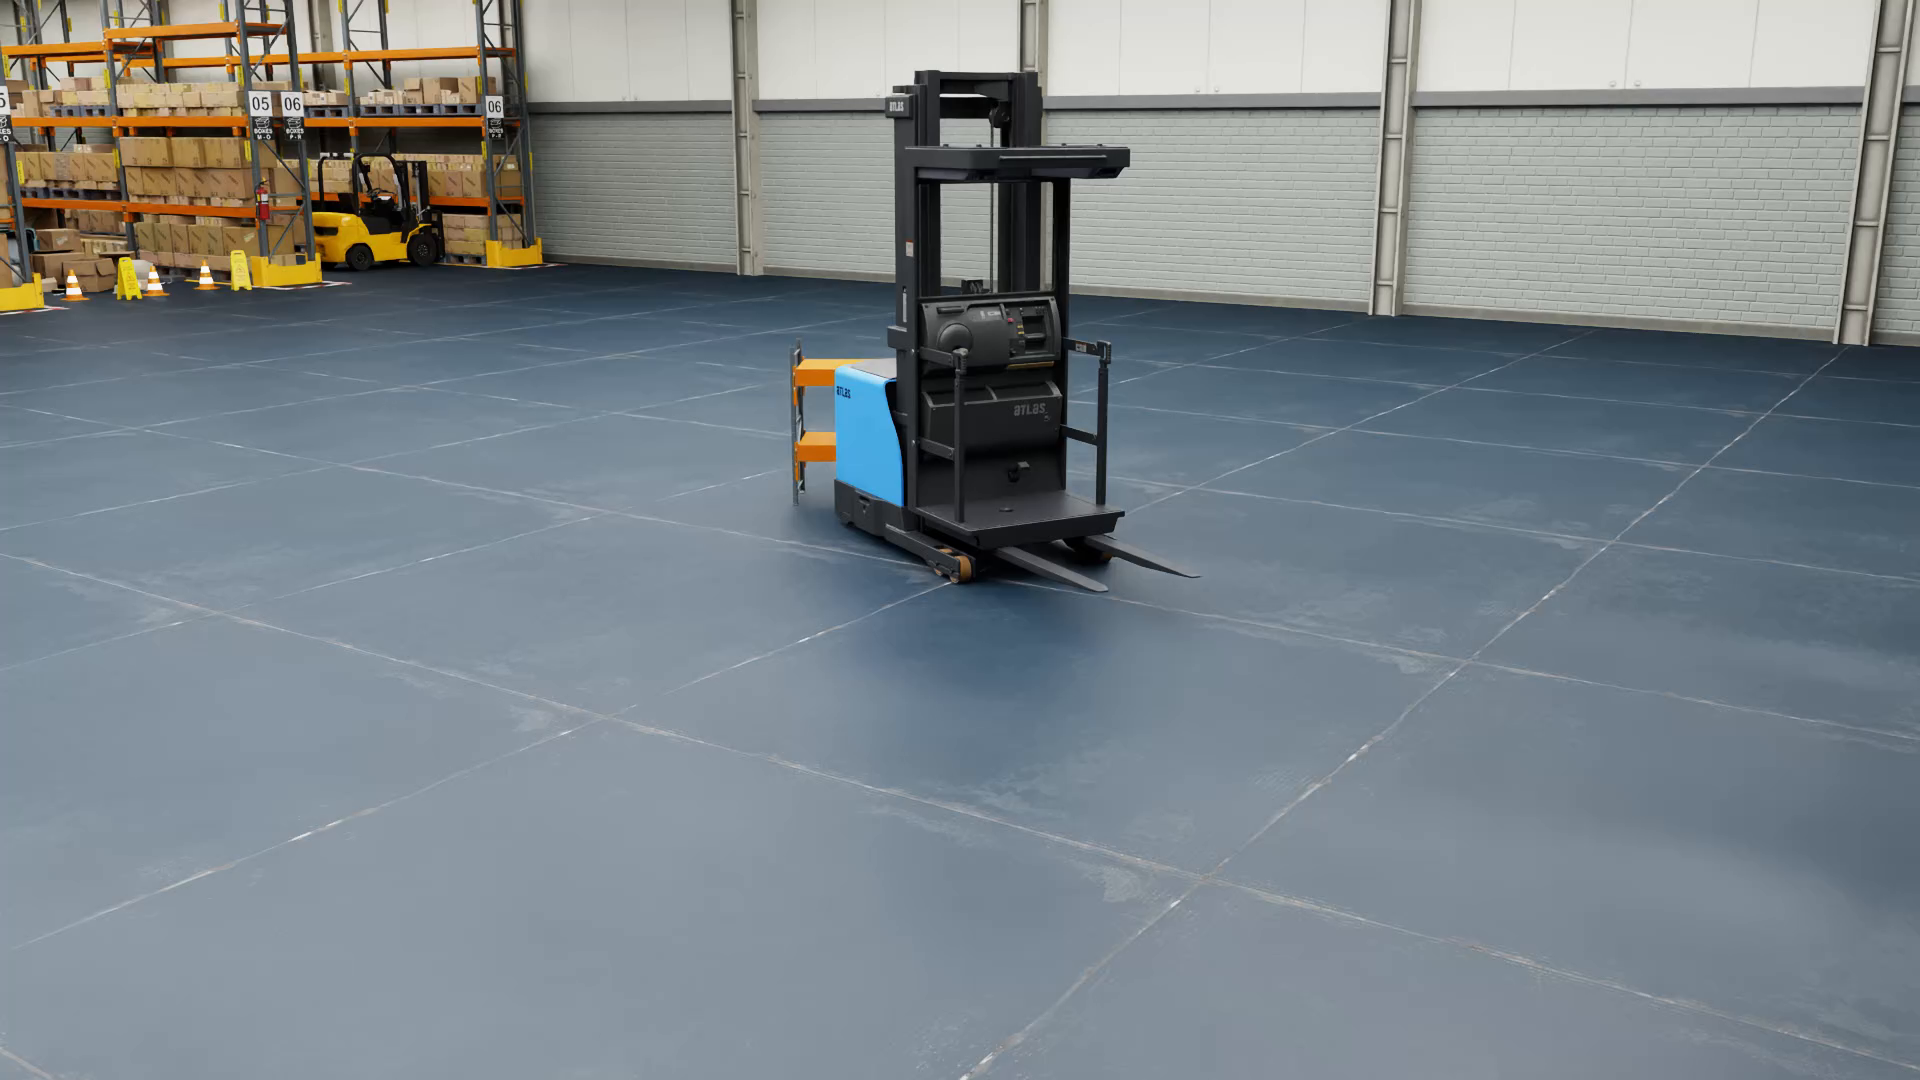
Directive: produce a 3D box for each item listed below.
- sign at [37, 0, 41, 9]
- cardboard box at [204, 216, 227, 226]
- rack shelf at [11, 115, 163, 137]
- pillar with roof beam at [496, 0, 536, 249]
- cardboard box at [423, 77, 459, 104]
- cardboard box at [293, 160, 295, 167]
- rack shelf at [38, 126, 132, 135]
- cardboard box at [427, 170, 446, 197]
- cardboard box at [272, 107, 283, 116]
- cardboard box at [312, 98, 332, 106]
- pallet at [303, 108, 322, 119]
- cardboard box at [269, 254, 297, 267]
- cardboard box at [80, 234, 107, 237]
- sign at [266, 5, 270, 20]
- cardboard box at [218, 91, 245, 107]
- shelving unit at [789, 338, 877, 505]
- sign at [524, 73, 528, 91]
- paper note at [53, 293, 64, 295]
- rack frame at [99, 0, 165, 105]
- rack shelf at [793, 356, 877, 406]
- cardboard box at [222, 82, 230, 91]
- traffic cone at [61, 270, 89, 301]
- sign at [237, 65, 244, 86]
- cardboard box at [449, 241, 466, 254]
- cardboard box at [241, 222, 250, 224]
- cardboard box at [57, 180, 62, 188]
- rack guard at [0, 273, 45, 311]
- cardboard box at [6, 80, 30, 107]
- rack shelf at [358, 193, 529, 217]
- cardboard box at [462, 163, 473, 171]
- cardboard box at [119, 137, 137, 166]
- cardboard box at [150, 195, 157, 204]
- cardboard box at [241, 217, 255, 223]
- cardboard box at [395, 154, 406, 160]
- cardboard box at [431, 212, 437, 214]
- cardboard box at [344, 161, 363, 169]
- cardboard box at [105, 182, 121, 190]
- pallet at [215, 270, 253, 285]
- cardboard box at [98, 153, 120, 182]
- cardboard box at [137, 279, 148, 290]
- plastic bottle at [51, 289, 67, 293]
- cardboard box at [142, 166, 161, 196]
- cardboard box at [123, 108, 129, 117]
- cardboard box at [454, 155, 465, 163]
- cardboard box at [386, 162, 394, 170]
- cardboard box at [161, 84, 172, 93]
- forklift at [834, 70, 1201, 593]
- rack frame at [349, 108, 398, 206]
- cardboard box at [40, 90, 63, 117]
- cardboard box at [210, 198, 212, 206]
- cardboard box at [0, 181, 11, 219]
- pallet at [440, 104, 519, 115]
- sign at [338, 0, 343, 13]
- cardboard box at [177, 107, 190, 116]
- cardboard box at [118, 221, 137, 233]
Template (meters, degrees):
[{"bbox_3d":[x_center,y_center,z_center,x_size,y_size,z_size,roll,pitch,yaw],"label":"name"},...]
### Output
[{"bbox_3d":[-17.847,-10.443,32.173,0.005,0.325,0.100,9,17,33],"label":"sign"},{"bbox_3d":[-12.863,-5.530,28.858,0.250,0.149,0.380,10,17,34],"label":"cardboard box"},{"bbox_3d":[-16.482,-7.768,31.215,4.000,0.370,1.077,9,17,33],"label":"rack shelf"},{"bbox_3d":[-11.214,-9.173,29.154,0.400,9.000,9.100,9,17,33],"label":"pillar with roof beam"},{"bbox_3d":[-10.034,-8.772,32.483,0.500,0.500,0.700,9,17,33],"label":"cardboard box"},{"bbox_3d":[-13.928,-7.995,35.319,0.250,0.149,0.380,9,17,33],"label":"cardboard box"},{"bbox_3d":[-20.353,-9.831,39.549,4.000,0.370,1.077,9,17,33],"label":"rack shelf"},{"bbox_3d":[-10.142,-7.049,32.848,0.500,0.500,0.500,9,16,32],"label":"cardboard box"},{"bbox_3d":[-11.597,-7.300,28.350,0.250,0.149,0.380,9,17,33],"label":"cardboard box"},{"bbox_3d":[-13.137,-9.057,34.364,0.250,0.149,0.380,9,17,33],"label":"cardboard box"},{"bbox_3d":[-13.832,-9.061,35.336,1.213,0.211,1.003,10,17,35],"label":"pallet"},{"bbox_3d":[-12.018,-4.889,29.179,0.500,0.250,0.500,9,17,32],"label":"cardboard box"},{"bbox_3d":[-17.062,-5.682,32.131,0.625,0.372,0.950,9,16,32],"label":"cardboard box"},{"bbox_3d":[-15.068,-11.473,36.170,0.005,0.325,0.100,9,17,33],"label":"sign"},{"bbox_3d":[-12.078,-7.399,27.921,0.500,0.250,0.500,9,16,32],"label":"cardboard box"},{"bbox_3d":[-0.658,-0.850,11.915,1.048,1.125,0.538,0,14,1],"label":"shelving unit"},{"bbox_3d":[-8.421,-8.875,32.208,0.005,0.325,0.100,9,17,33],"label":"sign"},{"bbox_3d":[-14.501,-3.957,26.749,0.144,0.017,0.142,-10,17,-35],"label":"paper note"},{"bbox_3d":[-14.822,-9.305,29.685,0.127,3.000,1.000,9,17,33],"label":"rack frame"},{"bbox_3d":[-0.658,-1.134,11.845,1.000,0.278,0.538,0,14,1],"label":"rack shelf"},{"bbox_3d":[-12.141,-7.606,27.929,0.250,0.149,0.380,10,17,34],"label":"cardboard box"},{"bbox_3d":[-13.830,-3.979,25.933,0.334,0.463,0.336,9,17,33],"label":"traffic cone"},{"bbox_3d":[-11.830,-7.634,27.336,0.005,0.325,0.100,9,17,33],"label":"sign"},{"bbox_3d":[-9.710,-5.784,32.796,0.500,0.250,0.500,9,17,33],"label":"cardboard box"},{"bbox_3d":[-12.886,-5.394,29.659,0.500,0.500,0.500,10,17,34],"label":"cardboard box"},{"bbox_3d":[-16.842,-6.752,31.506,0.250,0.149,0.380,10,17,35],"label":"cardboard box"},{"bbox_3d":[-14.162,-3.639,24.484,0.348,0.500,1.175,9,17,33],"label":"rack guard"},{"bbox_3d":[-18.539,-8.660,32.232,0.637,0.503,0.797,8,16,29],"label":"cardboard box"},{"bbox_3d":[-10.396,-6.766,33.409,4.000,0.370,1.077,9,17,33],"label":"rack shelf"},{"bbox_3d":[-9.409,-7.229,32.226,0.250,0.149,0.380,9,17,34],"label":"cardboard box"},{"bbox_3d":[-14.578,-6.969,29.825,0.500,0.500,0.700,9,17,32],"label":"cardboard box"},{"bbox_3d":[-14.264,-6.112,29.793,0.250,0.149,0.380,9,17,33],"label":"cardboard box"},{"bbox_3d":[-15.845,-6.924,36.879,0.500,0.500,0.500,10,17,34],"label":"cardboard box"},{"bbox_3d":[-11.086,-7.655,33.328,0.250,0.149,0.380,9,16,32],"label":"cardboard box"},{"bbox_3d":[-10.560,-6.403,33.215,0.500,0.250,0.500,9,16,32],"label":"cardboard box"},{"bbox_3d":[-12.463,-7.748,34.322,0.250,0.149,0.380,10,17,35],"label":"cardboard box"},{"bbox_3d":[-15.403,-6.489,30.442,0.250,0.149,0.380,9,17,34],"label":"cardboard box"},{"bbox_3d":[-12.221,-4.629,29.084,1.213,0.211,1.003,9,17,33],"label":"pallet"},{"bbox_3d":[-15.334,-6.806,30.373,0.500,0.500,0.500,9,16,32],"label":"cardboard box"},{"bbox_3d":[-13.718,-4.246,27.664,0.380,0.149,0.250,-7,15,-25],"label":"cardboard box"},{"bbox_3d":[-14.665,-4.047,27.043,0.283,0.061,0.133,3,14,14],"label":"plastic bottle"},{"bbox_3d":[-14.183,-6.409,29.642,0.500,0.500,0.500,9,17,33],"label":"cardboard box"},{"bbox_3d":[-14.699,-7.635,29.705,0.250,0.149,0.380,9,16,32],"label":"cardboard box"},{"bbox_3d":[-9.605,-7.417,32.366,0.250,0.149,0.380,10,17,34],"label":"cardboard box"},{"bbox_3d":[-11.327,-7.540,33.480,0.250,0.149,0.380,10,17,34],"label":"cardboard box"},{"bbox_3d":[-13.632,-7.843,28.885,0.250,0.149,0.380,9,16,32],"label":"cardboard box"},{"bbox_3d":[0.302,-1.291,9.938,1.130,2.935,3.031,-8,16,-28],"label":"forklift"},{"bbox_3d":[-12.055,-7.383,34.406,0.127,3.000,1.000,9,17,33],"label":"rack frame"},{"bbox_3d":[-16.860,-8.237,31.397,0.637,0.503,0.797,9,17,33],"label":"cardboard box"},{"bbox_3d":[-12.771,-5.883,28.870,0.250,0.149,0.380,9,17,34],"label":"cardboard box"},{"bbox_3d":[-14.515,-4.969,24.344,0.550,0.550,0.875,9,17,33],"label":"cardboard box"},{"bbox_3d":[-9.308,-8.360,32.293,1.213,0.211,1.003,9,17,33],"label":"pallet"},{"bbox_3d":[-12.348,-10.677,33.120,0.005,0.325,0.100,9,17,33],"label":"sign"},{"bbox_3d":[-13.255,-7.380,28.673,0.250,0.149,0.380,9,16,32],"label":"cardboard box"},{"bbox_3d":[-19.616,-7.397,39.277,0.258,0.266,0.396,10,17,35],"label":"cardboard box"}]
